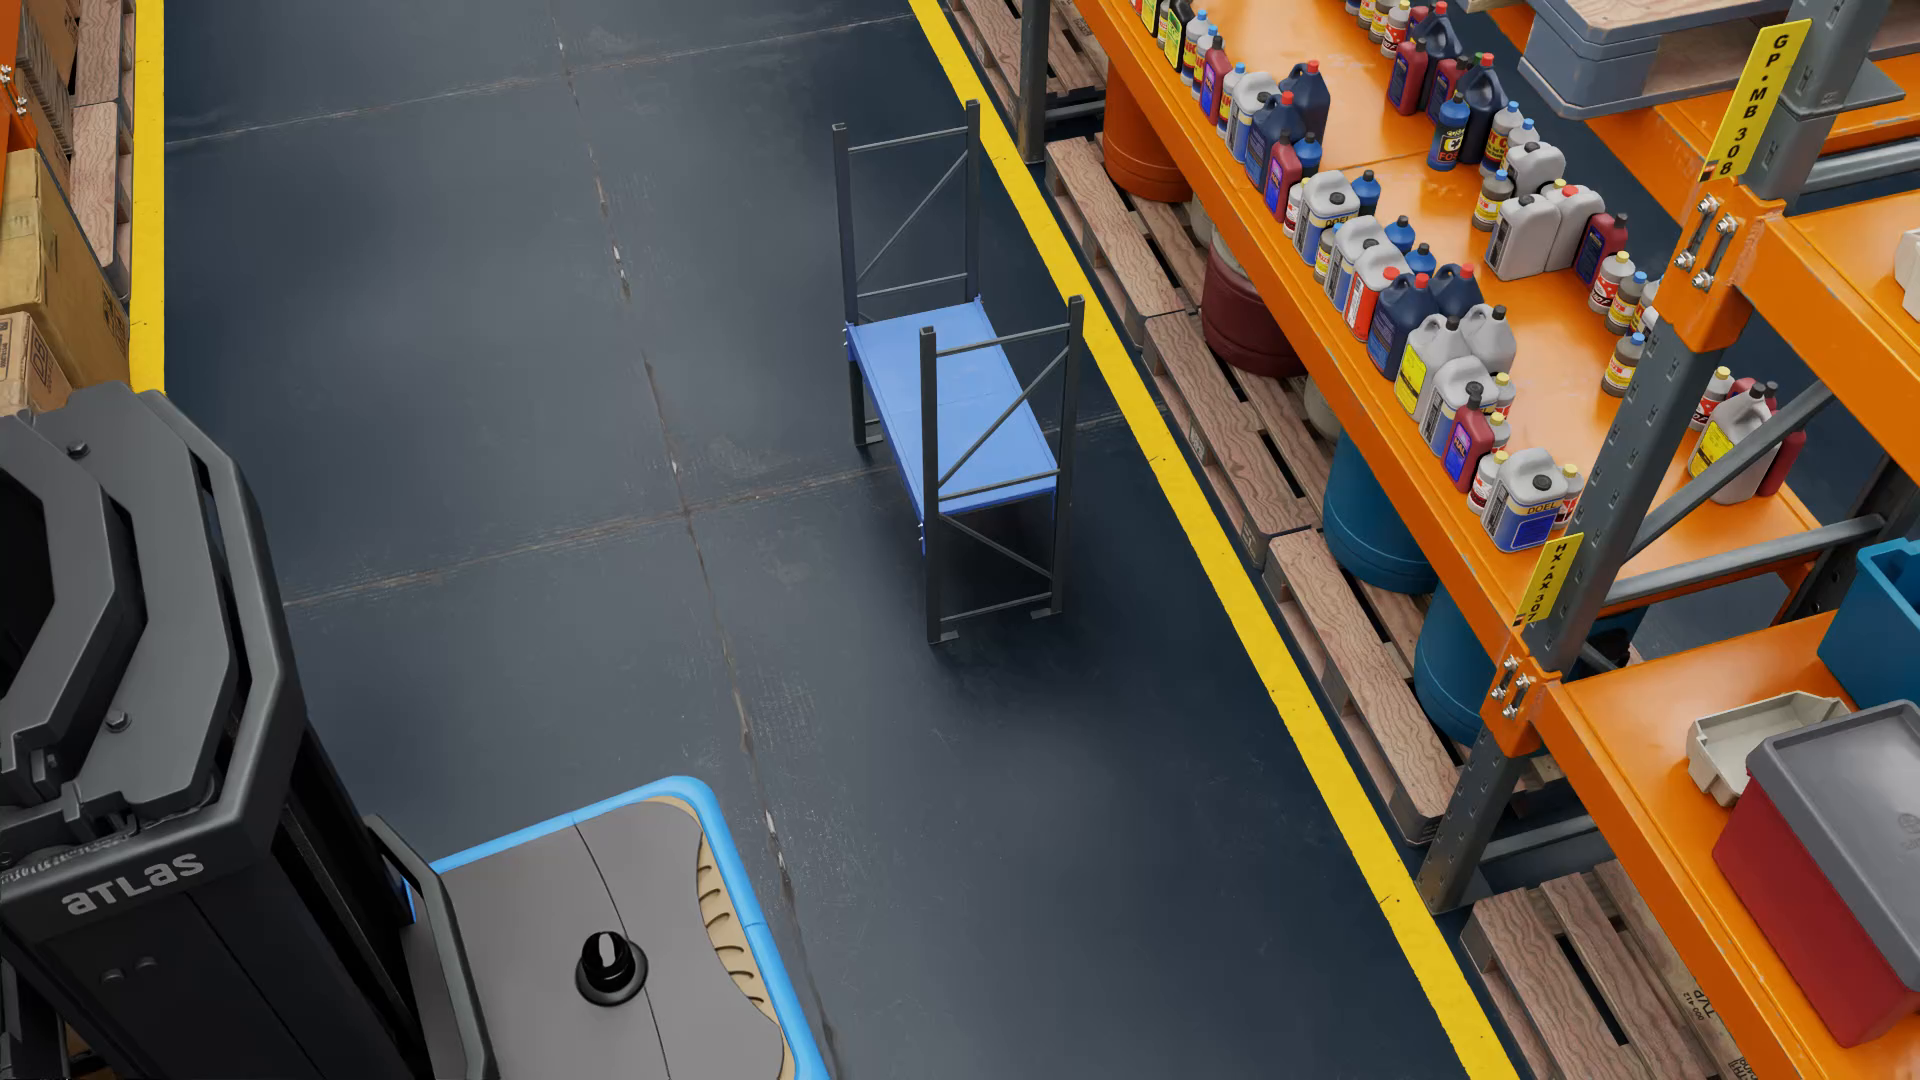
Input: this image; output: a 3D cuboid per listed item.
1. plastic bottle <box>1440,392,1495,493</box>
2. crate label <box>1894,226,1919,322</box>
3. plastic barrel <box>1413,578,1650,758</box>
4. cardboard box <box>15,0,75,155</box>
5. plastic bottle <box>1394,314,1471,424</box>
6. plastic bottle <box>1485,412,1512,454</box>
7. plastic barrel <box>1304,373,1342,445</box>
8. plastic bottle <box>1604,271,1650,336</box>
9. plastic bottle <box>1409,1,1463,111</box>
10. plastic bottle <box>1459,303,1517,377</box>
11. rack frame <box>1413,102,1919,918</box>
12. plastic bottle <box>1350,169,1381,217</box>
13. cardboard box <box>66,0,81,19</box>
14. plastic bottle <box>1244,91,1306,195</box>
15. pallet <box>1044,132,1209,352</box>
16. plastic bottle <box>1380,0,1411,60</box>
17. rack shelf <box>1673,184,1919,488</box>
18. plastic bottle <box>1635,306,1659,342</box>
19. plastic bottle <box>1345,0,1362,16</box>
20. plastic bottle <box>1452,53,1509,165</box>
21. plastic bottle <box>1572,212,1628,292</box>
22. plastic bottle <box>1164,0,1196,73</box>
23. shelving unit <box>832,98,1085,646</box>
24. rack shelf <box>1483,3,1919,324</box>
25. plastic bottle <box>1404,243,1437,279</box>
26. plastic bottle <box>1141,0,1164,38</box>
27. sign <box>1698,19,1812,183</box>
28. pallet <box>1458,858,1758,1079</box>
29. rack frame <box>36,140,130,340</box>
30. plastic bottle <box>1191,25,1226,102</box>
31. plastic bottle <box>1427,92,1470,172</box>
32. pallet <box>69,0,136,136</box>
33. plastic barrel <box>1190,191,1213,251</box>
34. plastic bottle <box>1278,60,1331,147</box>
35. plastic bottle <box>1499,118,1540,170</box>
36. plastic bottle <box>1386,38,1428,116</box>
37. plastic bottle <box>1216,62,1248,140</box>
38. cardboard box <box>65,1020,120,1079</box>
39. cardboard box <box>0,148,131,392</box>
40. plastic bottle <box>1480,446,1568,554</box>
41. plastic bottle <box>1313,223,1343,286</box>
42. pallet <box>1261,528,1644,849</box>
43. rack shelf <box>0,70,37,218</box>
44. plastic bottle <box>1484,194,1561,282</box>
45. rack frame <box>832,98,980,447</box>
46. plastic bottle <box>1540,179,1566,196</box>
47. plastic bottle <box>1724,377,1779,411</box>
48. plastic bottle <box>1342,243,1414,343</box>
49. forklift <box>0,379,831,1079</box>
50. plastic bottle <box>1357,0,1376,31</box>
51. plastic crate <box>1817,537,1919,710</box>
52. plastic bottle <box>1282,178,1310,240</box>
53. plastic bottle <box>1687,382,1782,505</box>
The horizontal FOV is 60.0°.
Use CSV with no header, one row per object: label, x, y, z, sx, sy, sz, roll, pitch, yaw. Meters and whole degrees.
plastic bottle,1.409,-0.270,4.592,0.061,0.283,0.133,-13,51,-11
crate label,1.815,-0.394,2.830,0.293,0.136,0.466,-13,51,-11
plastic barrel,1.801,0.205,5.213,0.600,0.901,0.708,-13,51,-11
cardboard box,-4.362,-1.959,7.287,0.700,0.500,0.500,-17,52,-14
plastic bottle,1.362,-0.516,4.755,0.144,0.351,0.185,-13,51,-11
plastic bottle,1.479,-0.275,4.650,0.097,0.201,0.097,0,50,0
plastic barrel,1.510,-0.619,6.162,0.421,0.512,0.421,0,50,0
plastic bottle,2.028,-0.724,5.028,0.097,0.201,0.097,0,50,0
plastic bottle,1.636,-1.681,5.737,0.144,0.351,0.185,-13,51,-11
plastic bottle,1.499,-0.549,4.783,0.144,0.351,0.185,-13,51,-11
rack frame,1.946,0.066,4.233,1.000,3.000,0.127,-13,51,-11
plastic bottle,1.269,-1.052,5.259,0.097,0.271,0.097,0,50,0
cardboard box,-4.701,-2.779,7.978,0.700,0.500,0.500,-17,52,-14
plastic bottle,1.036,-1.320,5.434,0.144,0.351,0.185,-13,51,-11
pallet,1.036,-1.391,7.284,1.003,0.211,1.213,-13,51,-11
plastic bottle,1.577,-1.838,5.968,0.097,0.201,0.097,0,50,0
rack shelf,2.538,0.791,2.130,1.077,0.370,4.000,-13,51,-11
plastic bottle,2.065,-0.586,4.863,0.152,0.276,0.135,-13,51,-11
plastic bottle,1.490,-2.074,6.121,0.097,0.271,0.097,0,50,0
plastic bottle,1.730,-1.448,5.541,0.144,0.351,0.185,-13,51,-11
plastic bottle,1.983,-0.910,5.131,0.061,0.283,0.133,-13,51,-11
plastic bottle,0.783,-1.815,5.894,0.061,0.283,0.133,-13,51,-11
shelving unit,-0.025,-0.546,5.729,0.538,1.500,1.048,-13,51,-11
rack shelf,1.355,-2.130,4.593,1.077,0.370,4.000,-13,51,-11
plastic bottle,1.377,-0.785,5.034,0.097,0.271,0.097,0,50,0
plastic bottle,0.715,-1.983,6.036,0.061,0.283,0.133,-13,51,-11
sign,1.420,-0.781,2.979,0.100,0.325,0.005,-13,51,-11
pallet,2.201,1.493,4.854,1.003,0.211,1.213,-13,51,-11
rack frame,-3.968,-1.736,5.752,1.000,3.000,0.127,-13,51,-11
plastic bottle,0.864,-1.659,5.771,0.097,0.271,0.097,0,50,0
plastic bottle,1.627,-1.363,5.522,0.097,0.271,0.097,0,50,0
pallet,-4.555,-2.298,8.049,1.003,0.211,1.213,-13,51,-11
plastic barrel,1.177,-1.444,6.858,0.421,0.512,0.421,0,50,0
plastic bottle,1.141,-1.453,5.545,0.144,0.351,0.185,-13,51,-11
plastic bottle,1.823,-1.254,5.429,0.097,0.271,0.097,0,50,0
plastic bottle,1.545,-1.617,5.728,0.061,0.283,0.133,-13,51,-11
plastic bottle,0.932,-1.491,5.629,0.097,0.271,0.097,0,50,0
cardboard box,-2.994,1.272,4.331,1.225,0.875,0.875,-13,51,-11
cardboard box,-3.784,-0.678,5.975,1.225,0.875,0.875,-15,52,-13
plastic bottle,1.521,-0.109,4.461,0.152,0.276,0.135,-13,51,-11
plastic bottle,1.163,-0.897,5.174,0.097,0.201,0.097,0,50,0
pallet,1.758,0.391,5.782,1.003,0.211,1.213,-13,51,-11
rack shelf,-3.377,-0.043,4.795,1.077,0.370,4.000,-13,51,-11
plastic bottle,1.754,-0.961,5.179,0.152,0.276,0.135,-13,51,-11
rack frame,-0.176,-0.917,6.042,0.500,1.500,0.032,-13,51,-11
plastic bottle,1.891,-1.062,5.313,0.097,0.201,0.097,0,50,0
plastic bottle,2.206,-0.359,4.667,0.061,0.283,0.133,-13,51,-11
plastic bottle,1.264,-0.744,4.997,0.152,0.276,0.135,-13,51,-11
forklift,-1.844,1.141,3.371,3.031,2.935,1.130,-19,52,-15
plastic bottle,1.519,-1.980,6.088,0.097,0.201,0.097,0,50,0
plastic crate,2.410,0.315,3.994,0.392,0.384,0.575,-13,51,-11
plastic bottle,1.095,-1.067,5.317,0.097,0.201,0.097,0,50,0
plastic bottle,2.140,-0.278,4.555,0.144,0.351,0.185,-13,51,-11
